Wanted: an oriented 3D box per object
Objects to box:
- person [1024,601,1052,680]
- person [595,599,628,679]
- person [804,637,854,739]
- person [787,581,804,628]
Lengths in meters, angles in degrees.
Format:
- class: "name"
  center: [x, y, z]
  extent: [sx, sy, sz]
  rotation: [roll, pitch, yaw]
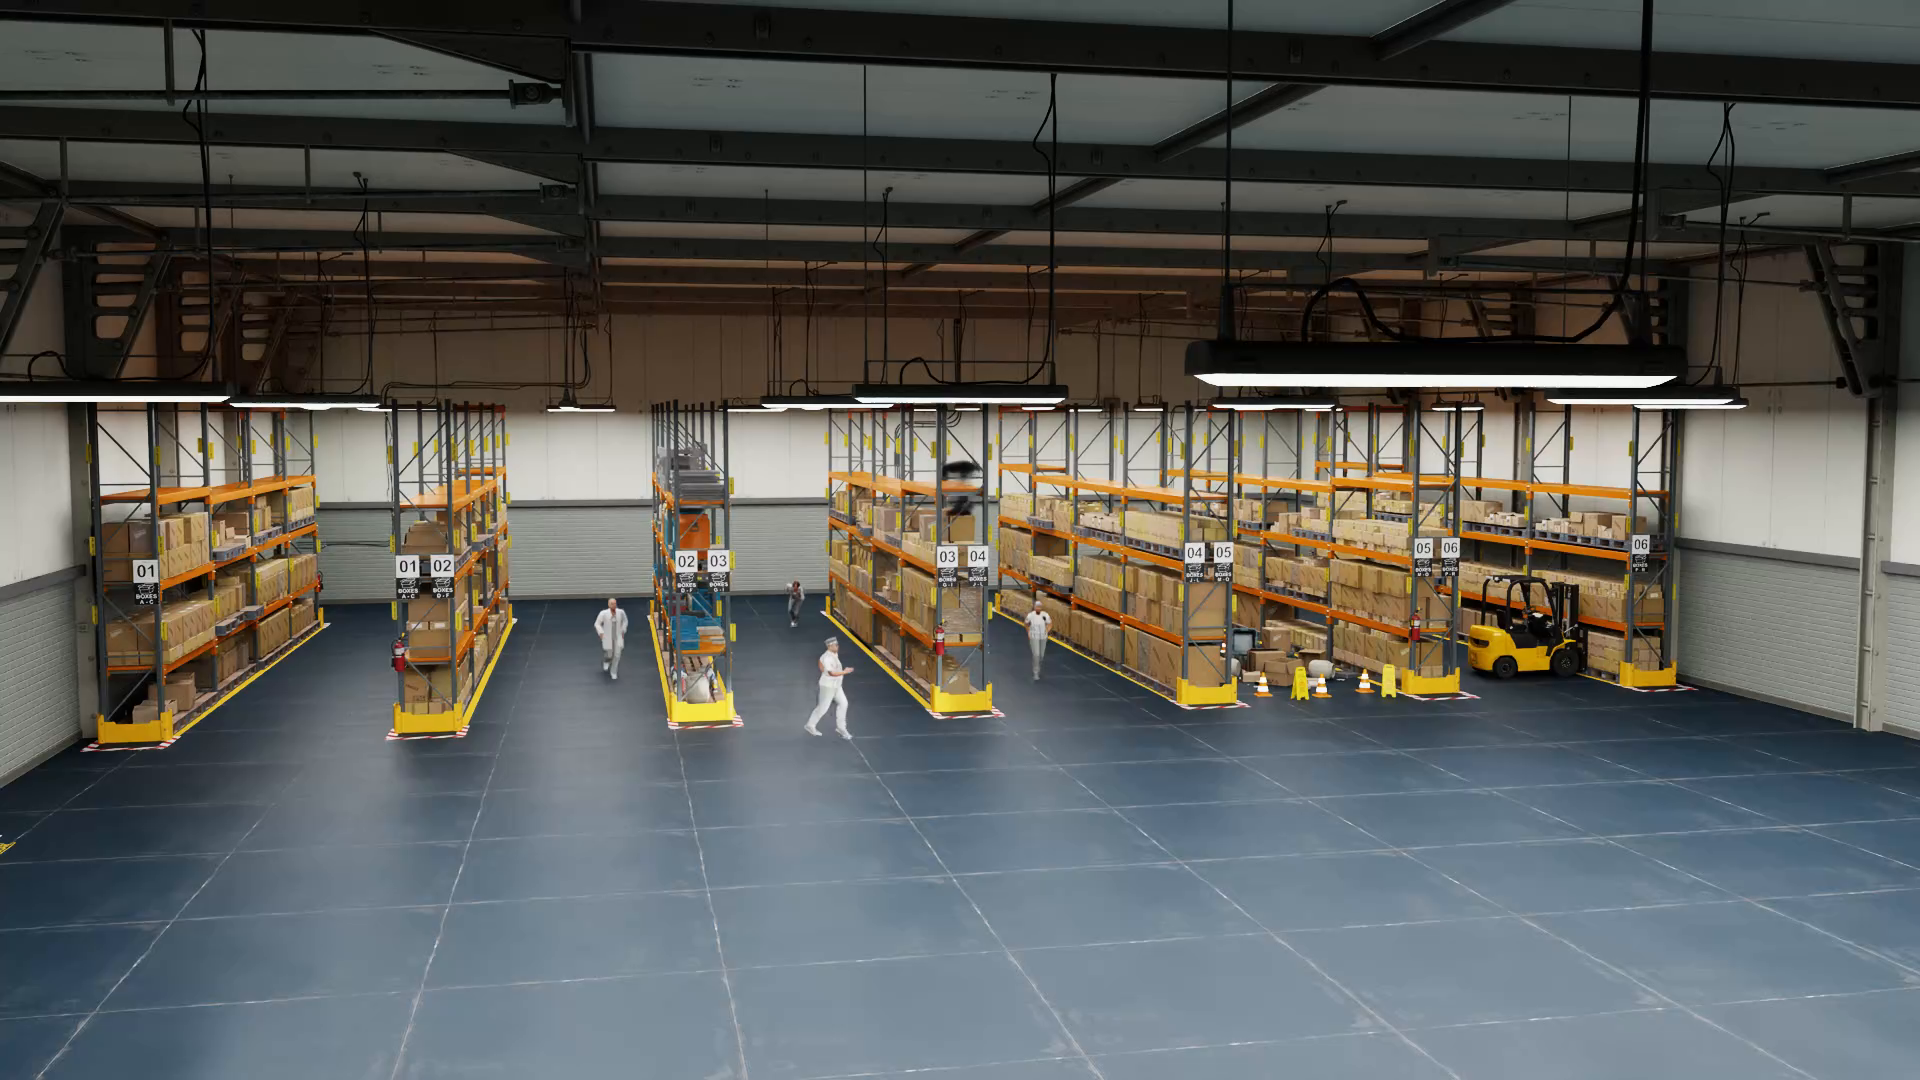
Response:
- class: "person"
  center: [1.707, 2.172, 36.252]
  extent: [0.600, 1.687, 0.798]
  rotation: [-1, 4, -10]
- class: "person"
  center: [-7.601, 2.138, 36.339]
  extent: [0.728, 1.734, 0.721]
  rotation: [-2, 5, -24]
- class: "person"
  center: [-2.310, 2.620, 29.413]
  extent: [0.889, 1.840, 0.619]
  rotation: [1, 4, 12]
- class: "person"
  center: [-4.404, 1.718, 44.596]
  extent: [0.524, 1.281, 1.017]
  rotation: [0, 4, 2]
